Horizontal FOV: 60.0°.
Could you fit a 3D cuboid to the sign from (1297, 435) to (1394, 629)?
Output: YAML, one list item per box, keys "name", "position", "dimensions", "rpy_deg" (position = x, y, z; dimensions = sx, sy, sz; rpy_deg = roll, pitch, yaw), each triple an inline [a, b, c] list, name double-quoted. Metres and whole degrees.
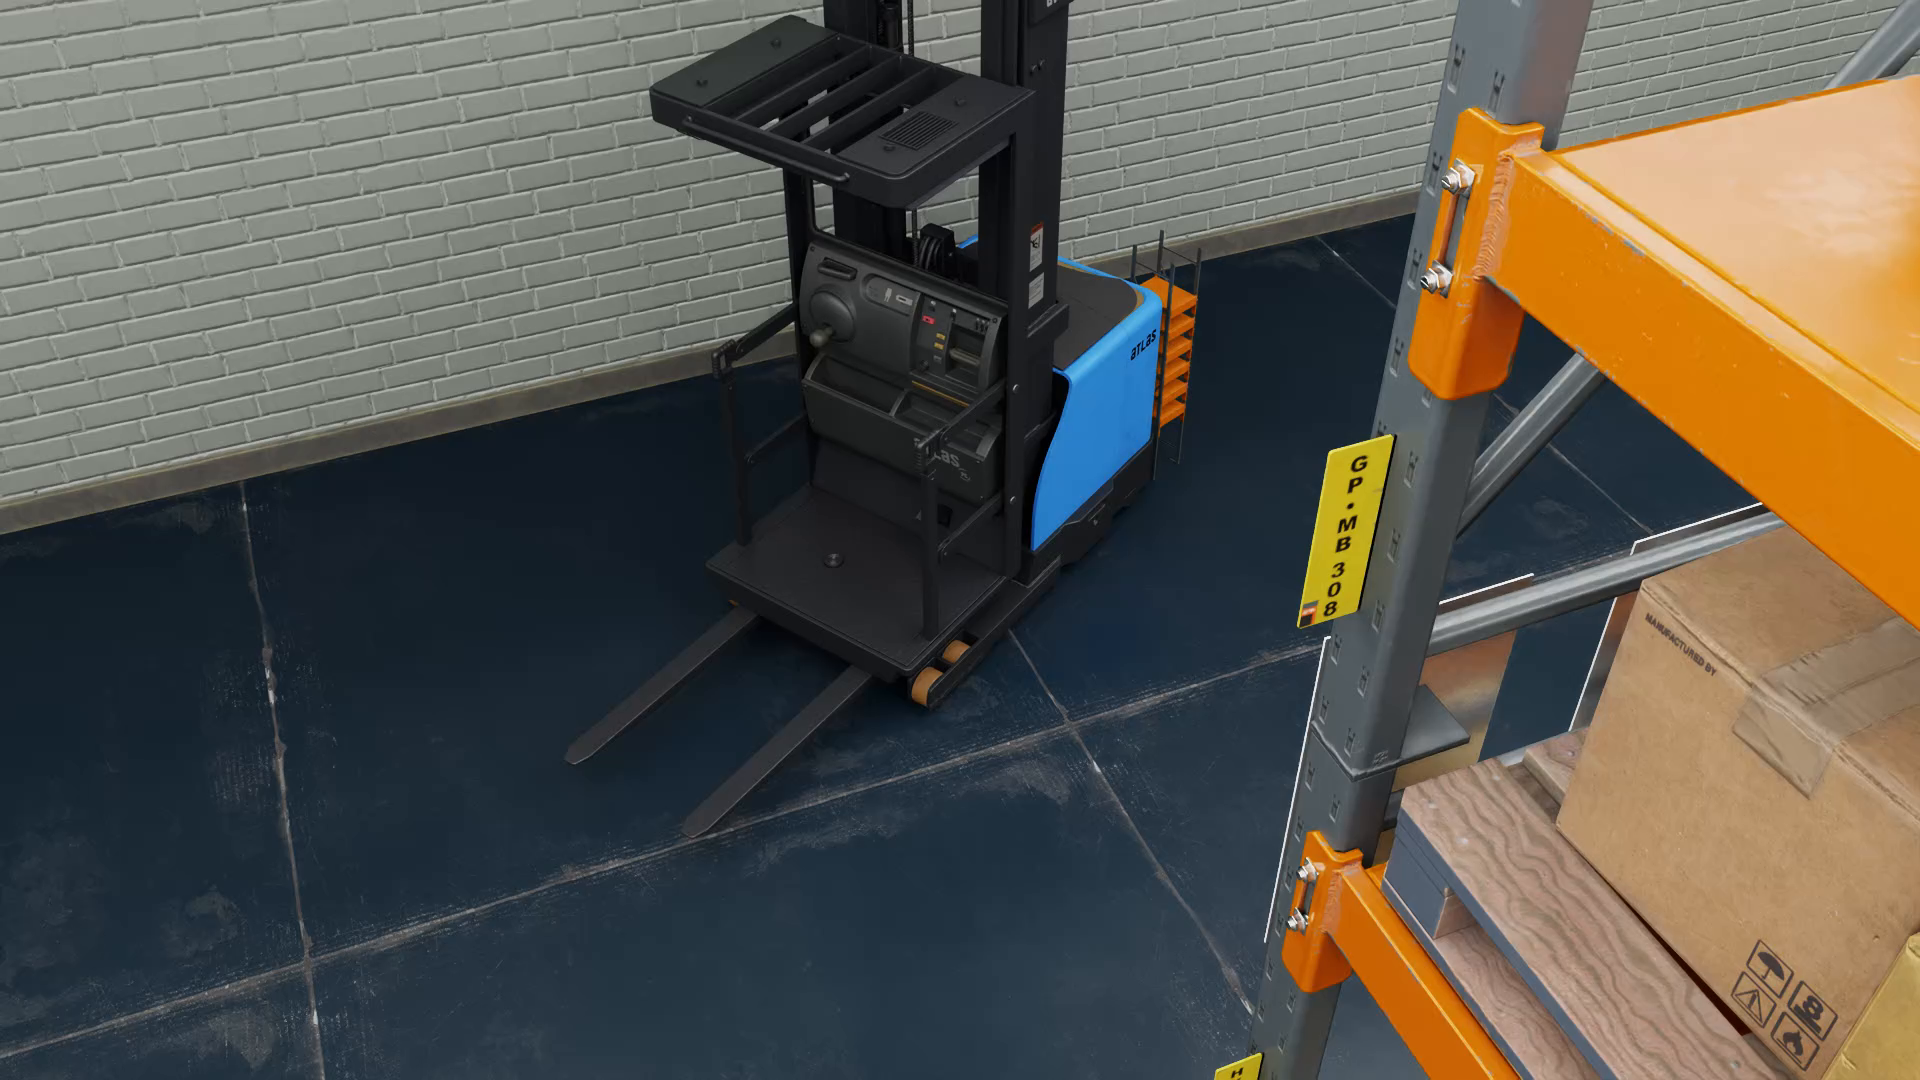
- name: "sign"
  position: [0.541, -0.007, 2.344]
  dimensions: [0.100, 0.325, 0.005]
  rpy_deg: [-15, 43, -17]

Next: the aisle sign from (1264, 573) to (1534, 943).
- name: "aisle sign"
  position: [0.751, 0.403, 2.905]
  dimensions: [0.394, 0.787, 0.004]
  rpy_deg: [-15, 43, -17]

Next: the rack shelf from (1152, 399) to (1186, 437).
- name: "rack shelf"
  position: [0.916, -0.623, 7.909]
  dimensions: [0.180, 0.103, 0.258]
  rpy_deg: [-32, 50, -32]

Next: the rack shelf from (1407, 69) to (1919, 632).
- name: "rack shelf"
  position: [1.821, 0.712, 0.798]
  dimensions: [1.077, 0.370, 4.000]
  rpy_deg: [-15, 43, -17]

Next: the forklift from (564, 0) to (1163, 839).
- name: "forklift"
  position: [-0.363, -0.782, 6.330]
  dimensions: [1.130, 2.935, 3.031]
  rpy_deg: [25, 47, 26]

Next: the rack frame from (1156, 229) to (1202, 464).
- name: "rack frame"
  position: [0.982, -0.880, 7.771]
  dimensions: [0.006, 1.200, 0.240]
  rpy_deg: [-32, 50, -32]

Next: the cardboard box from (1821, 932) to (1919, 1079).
- name: "cardboard box"
  position: [1.408, 0.654, 1.832]
  dimensions: [0.700, 0.500, 0.500]
  rpy_deg: [-17, 43, -18]

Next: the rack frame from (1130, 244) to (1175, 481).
- name: "rack frame"
  position: [0.850, -0.797, 7.675]
  dimensions: [0.006, 1.200, 0.240]
  rpy_deg: [-32, 50, -32]

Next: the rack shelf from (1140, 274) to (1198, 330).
- name: "rack shelf"
  position: [0.916, -1.078, 7.518]
  dimensions: [0.180, 0.103, 0.258]
  rpy_deg: [-32, 50, -32]

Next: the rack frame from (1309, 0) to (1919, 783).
- name: "rack frame"
  position: [1.056, -0.917, 1.834]
  dimensions: [1.000, 3.000, 0.127]
  rpy_deg: [-15, 43, -17]

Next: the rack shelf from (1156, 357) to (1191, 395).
- name: "rack shelf"
  position: [0.916, -0.805, 7.752]
  dimensions: [0.180, 0.103, 0.258]
  rpy_deg: [-32, 50, -32]

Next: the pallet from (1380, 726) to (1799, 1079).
- name: "pallet"
  position: [1.349, 0.698, 2.324]
  dimensions: [1.003, 0.211, 1.213]
  rpy_deg: [-15, 43, -17]

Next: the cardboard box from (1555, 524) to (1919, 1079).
- name: "cardboard box"
  position: [1.304, 0.285, 2.261]
  dimensions: [0.700, 0.500, 0.500]
  rpy_deg: [-18, 44, -19]

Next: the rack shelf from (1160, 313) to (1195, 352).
- name: "rack shelf"
  position: [0.916, -0.987, 7.596]
  dimensions: [0.180, 0.103, 0.258]
  rpy_deg: [-32, 50, -32]

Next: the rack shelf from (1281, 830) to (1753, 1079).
- name: "rack shelf"
  position: [1.821, 1.698, 1.645]
  dimensions: [1.077, 0.370, 4.000]
  rpy_deg: [-15, 43, -17]

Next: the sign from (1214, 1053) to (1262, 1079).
- name: "sign"
  position: [0.541, 1.134, 3.325]
  dimensions: [0.100, 0.325, 0.005]
  rpy_deg: [-15, 43, -17]

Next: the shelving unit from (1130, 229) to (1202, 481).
- name: "shelving unit"
  position: [0.916, -0.838, 7.723]
  dimensions: [0.189, 1.200, 0.258]
  rpy_deg: [-32, 50, -32]

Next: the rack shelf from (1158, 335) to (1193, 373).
- name: "rack shelf"
  position: [0.916, -0.896, 7.674]
  dimensions: [0.180, 0.103, 0.258]
  rpy_deg: [-32, 50, -32]

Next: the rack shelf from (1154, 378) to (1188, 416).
- name: "rack shelf"
  position: [0.916, -0.714, 7.831]
  dimensions: [0.180, 0.103, 0.258]
  rpy_deg: [-32, 50, -32]

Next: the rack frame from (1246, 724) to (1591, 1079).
- name: "rack frame"
  position: [1.056, 1.357, 3.790]
  dimensions: [1.000, 3.000, 0.127]
  rpy_deg: [-15, 43, -17]

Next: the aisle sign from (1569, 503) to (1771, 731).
- name: "aisle sign"
  position: [1.305, 0.253, 3.080]
  dimensions: [0.394, 0.787, 0.004]
  rpy_deg: [-15, 43, -17]
